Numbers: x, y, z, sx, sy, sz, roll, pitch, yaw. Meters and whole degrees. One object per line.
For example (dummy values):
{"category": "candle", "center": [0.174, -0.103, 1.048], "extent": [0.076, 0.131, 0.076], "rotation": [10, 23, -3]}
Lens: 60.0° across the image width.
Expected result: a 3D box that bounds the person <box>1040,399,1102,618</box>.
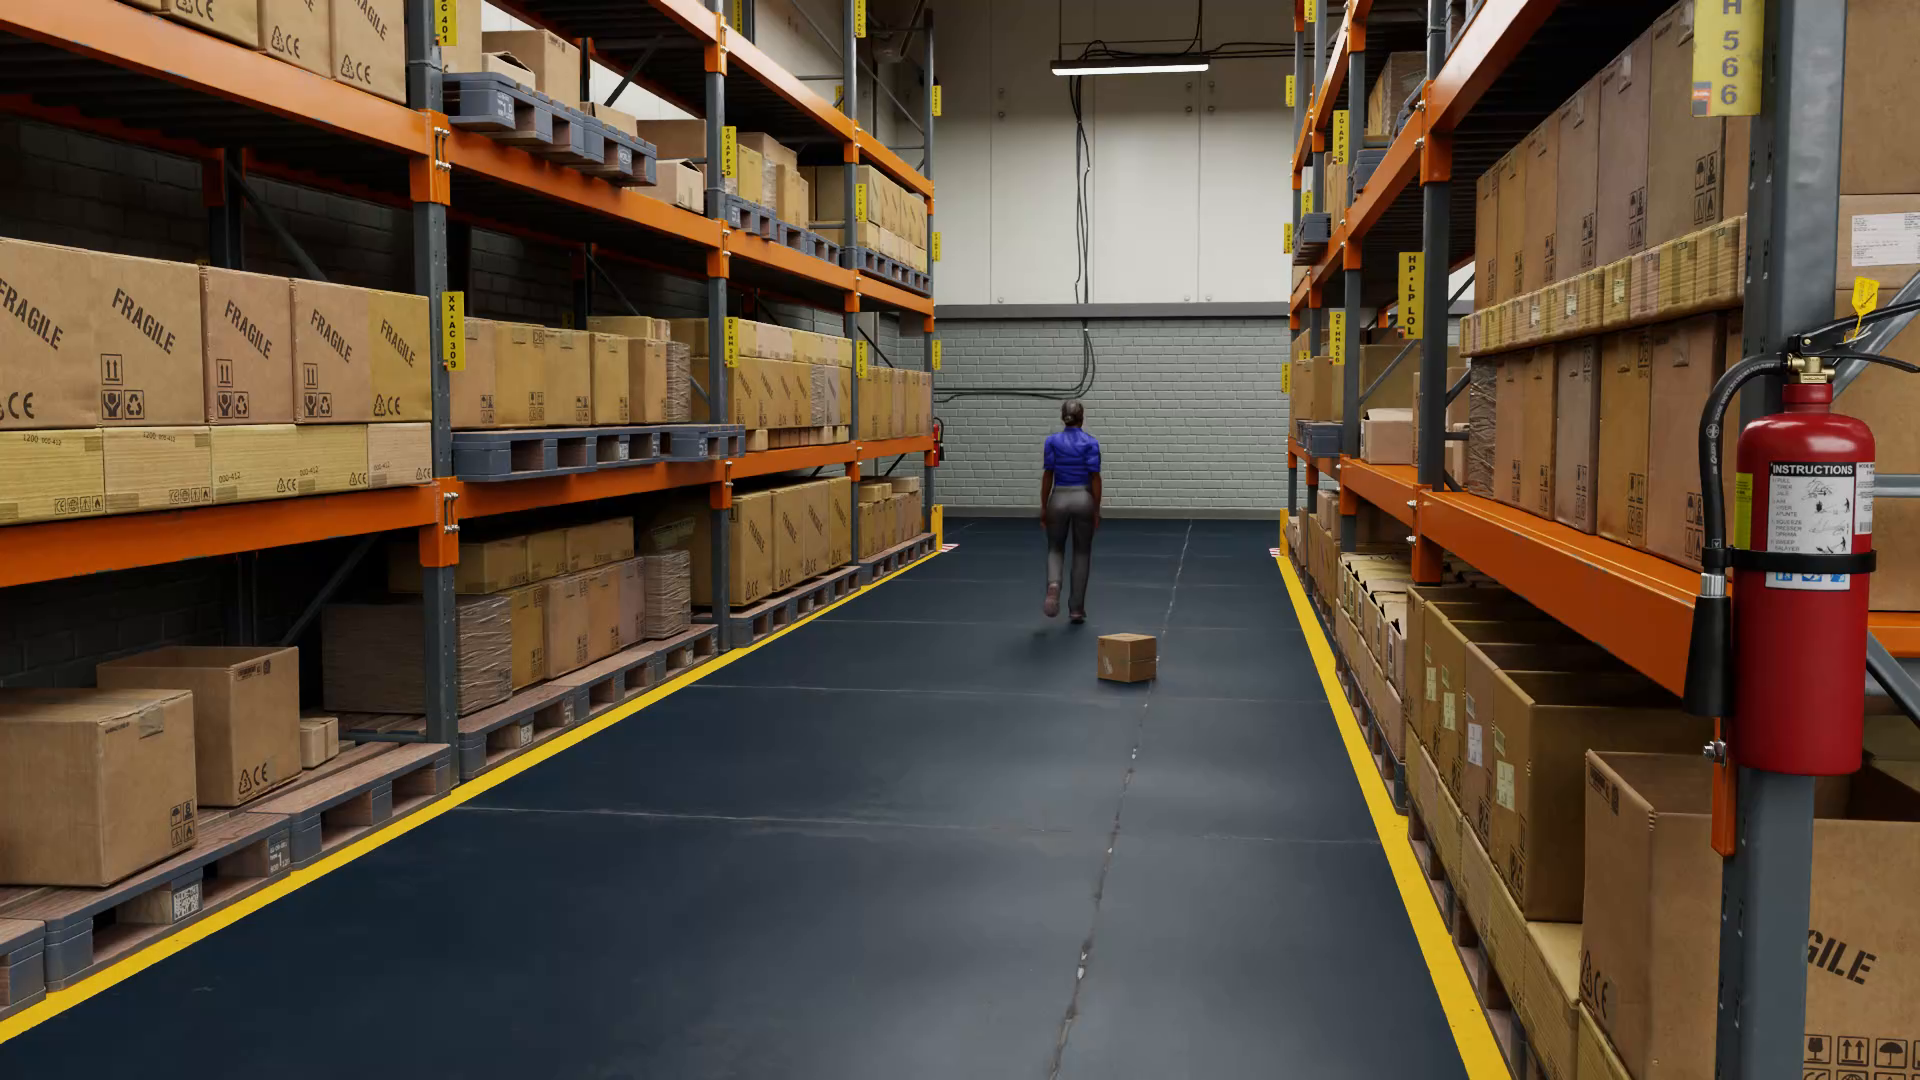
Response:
{"category": "person", "center": [0.826, -0.227, 12.431], "extent": [0.466, 1.649, 0.482], "rotation": [1, 5, 12]}
